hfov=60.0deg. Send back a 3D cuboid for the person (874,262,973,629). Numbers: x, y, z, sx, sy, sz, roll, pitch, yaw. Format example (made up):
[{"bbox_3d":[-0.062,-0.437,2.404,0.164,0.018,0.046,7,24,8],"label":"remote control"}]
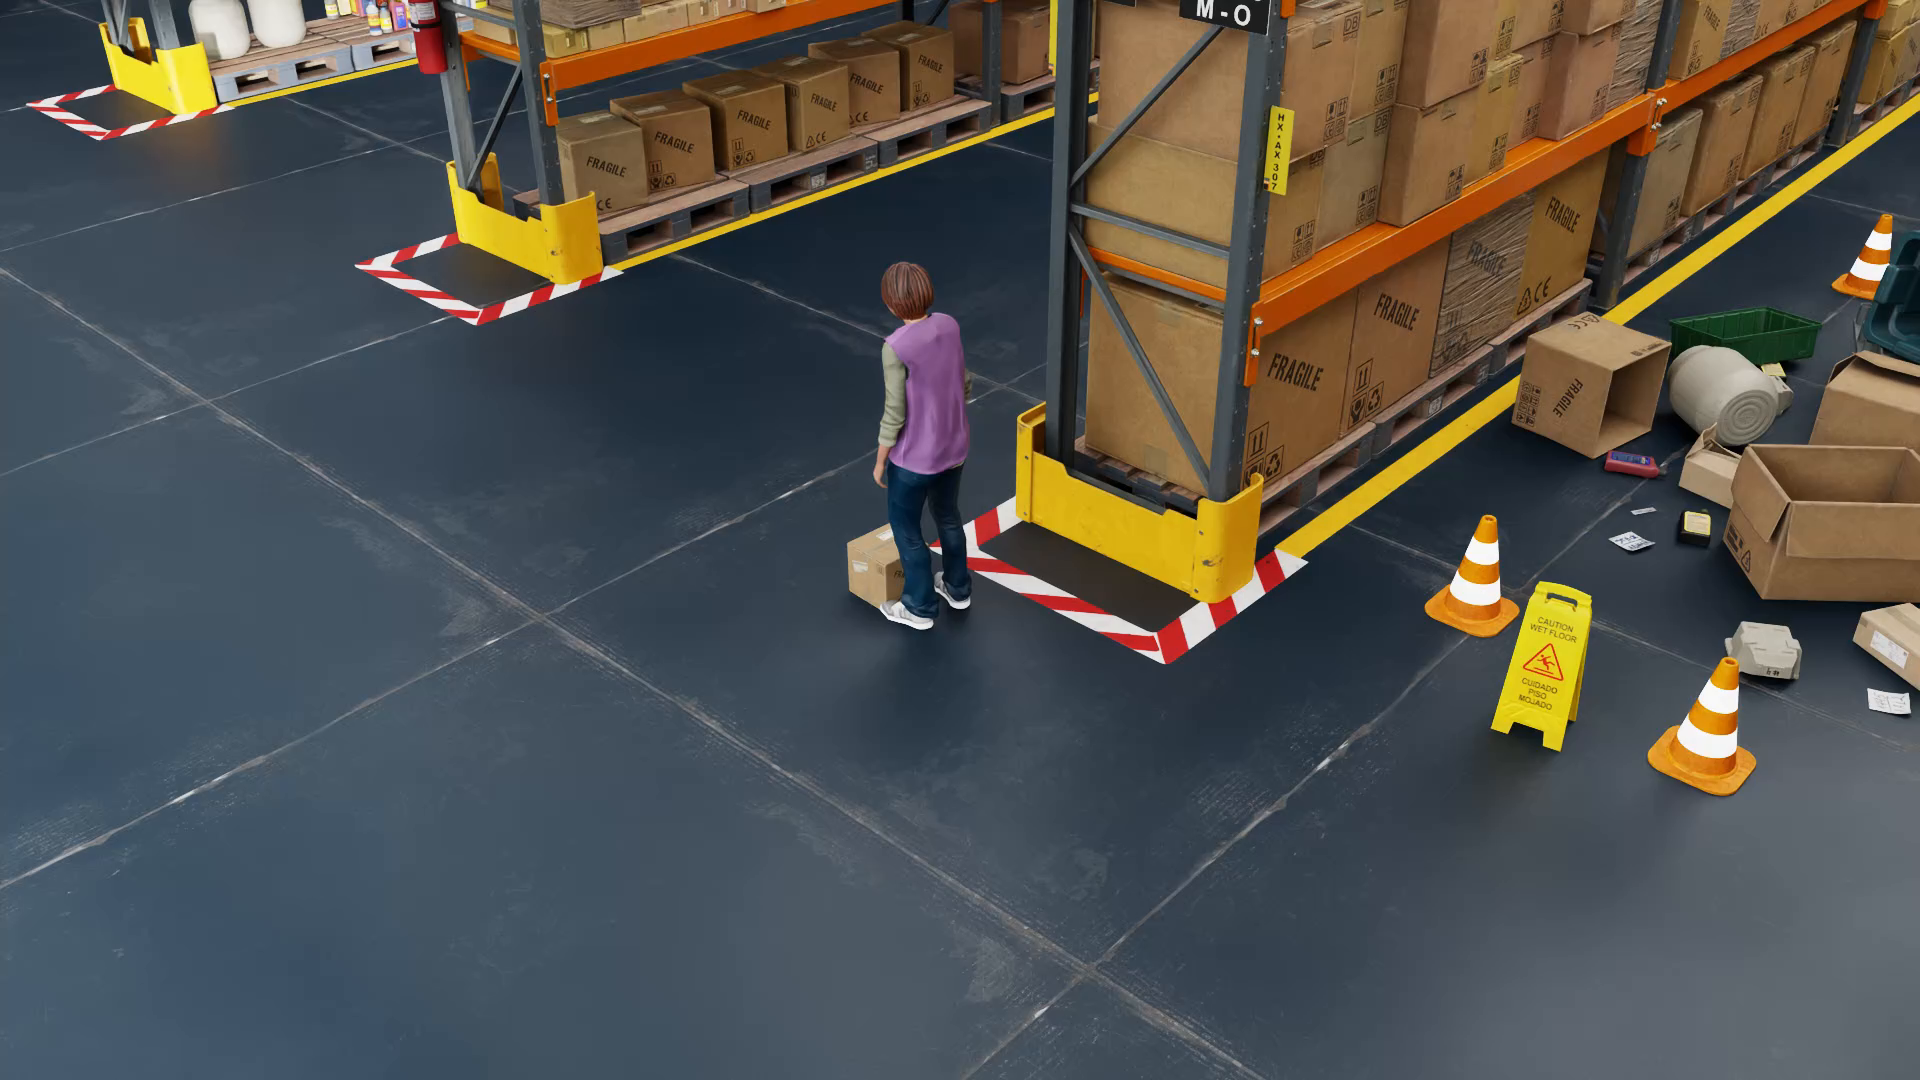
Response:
[{"bbox_3d":[-0.145,-0.360,6.728,0.476,1.593,0.347,-27,41,-36],"label":"person"}]
